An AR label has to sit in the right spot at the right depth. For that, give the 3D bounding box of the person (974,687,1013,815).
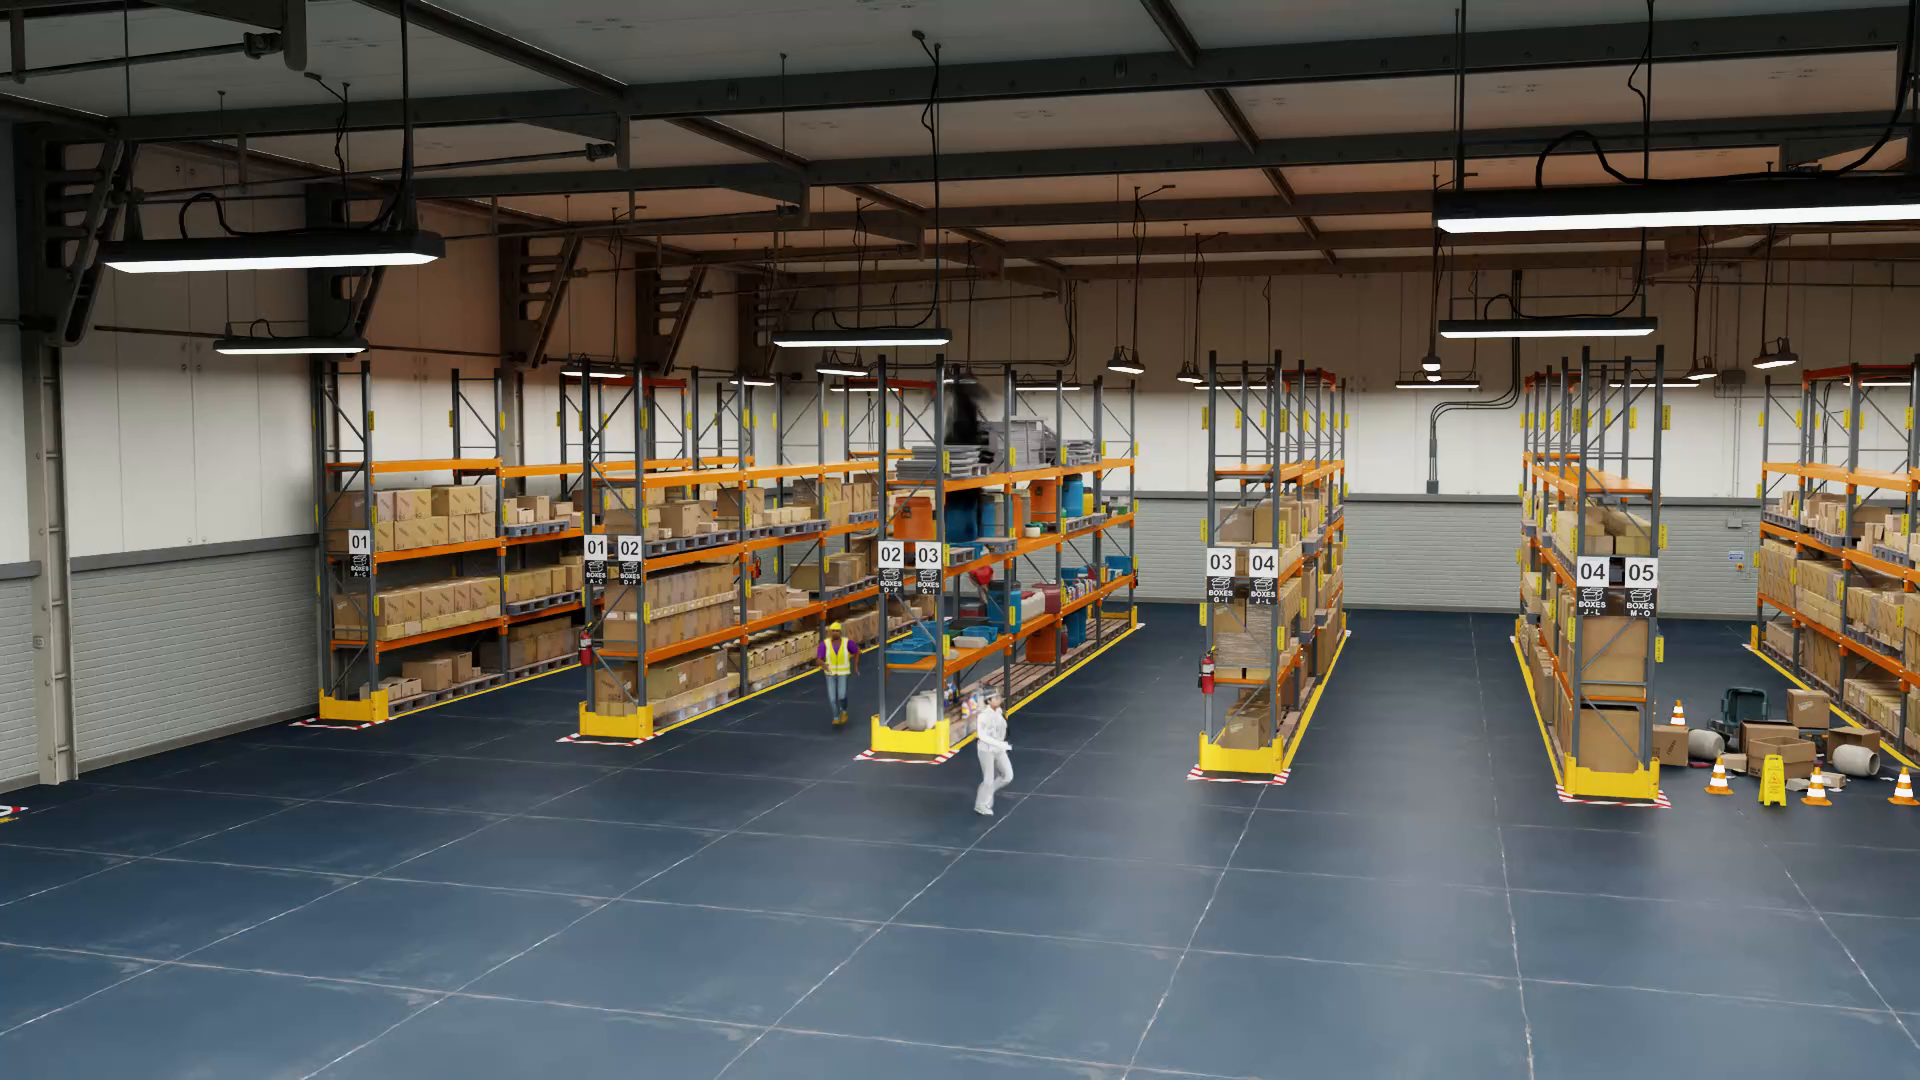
[{"bbox_3d":[0.445,2.671,21.070,0.633,1.646,0.592,4,5,41],"label":"person"}]

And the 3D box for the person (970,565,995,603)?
[{"bbox_3d":[0.601,1.223,41.515,0.737,1.641,0.607,-1,4,-14],"label":"person"}]

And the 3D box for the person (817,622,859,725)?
[{"bbox_3d":[-1.996,2.193,27.113,0.682,1.716,0.699,0,4,2],"label":"person"}]
